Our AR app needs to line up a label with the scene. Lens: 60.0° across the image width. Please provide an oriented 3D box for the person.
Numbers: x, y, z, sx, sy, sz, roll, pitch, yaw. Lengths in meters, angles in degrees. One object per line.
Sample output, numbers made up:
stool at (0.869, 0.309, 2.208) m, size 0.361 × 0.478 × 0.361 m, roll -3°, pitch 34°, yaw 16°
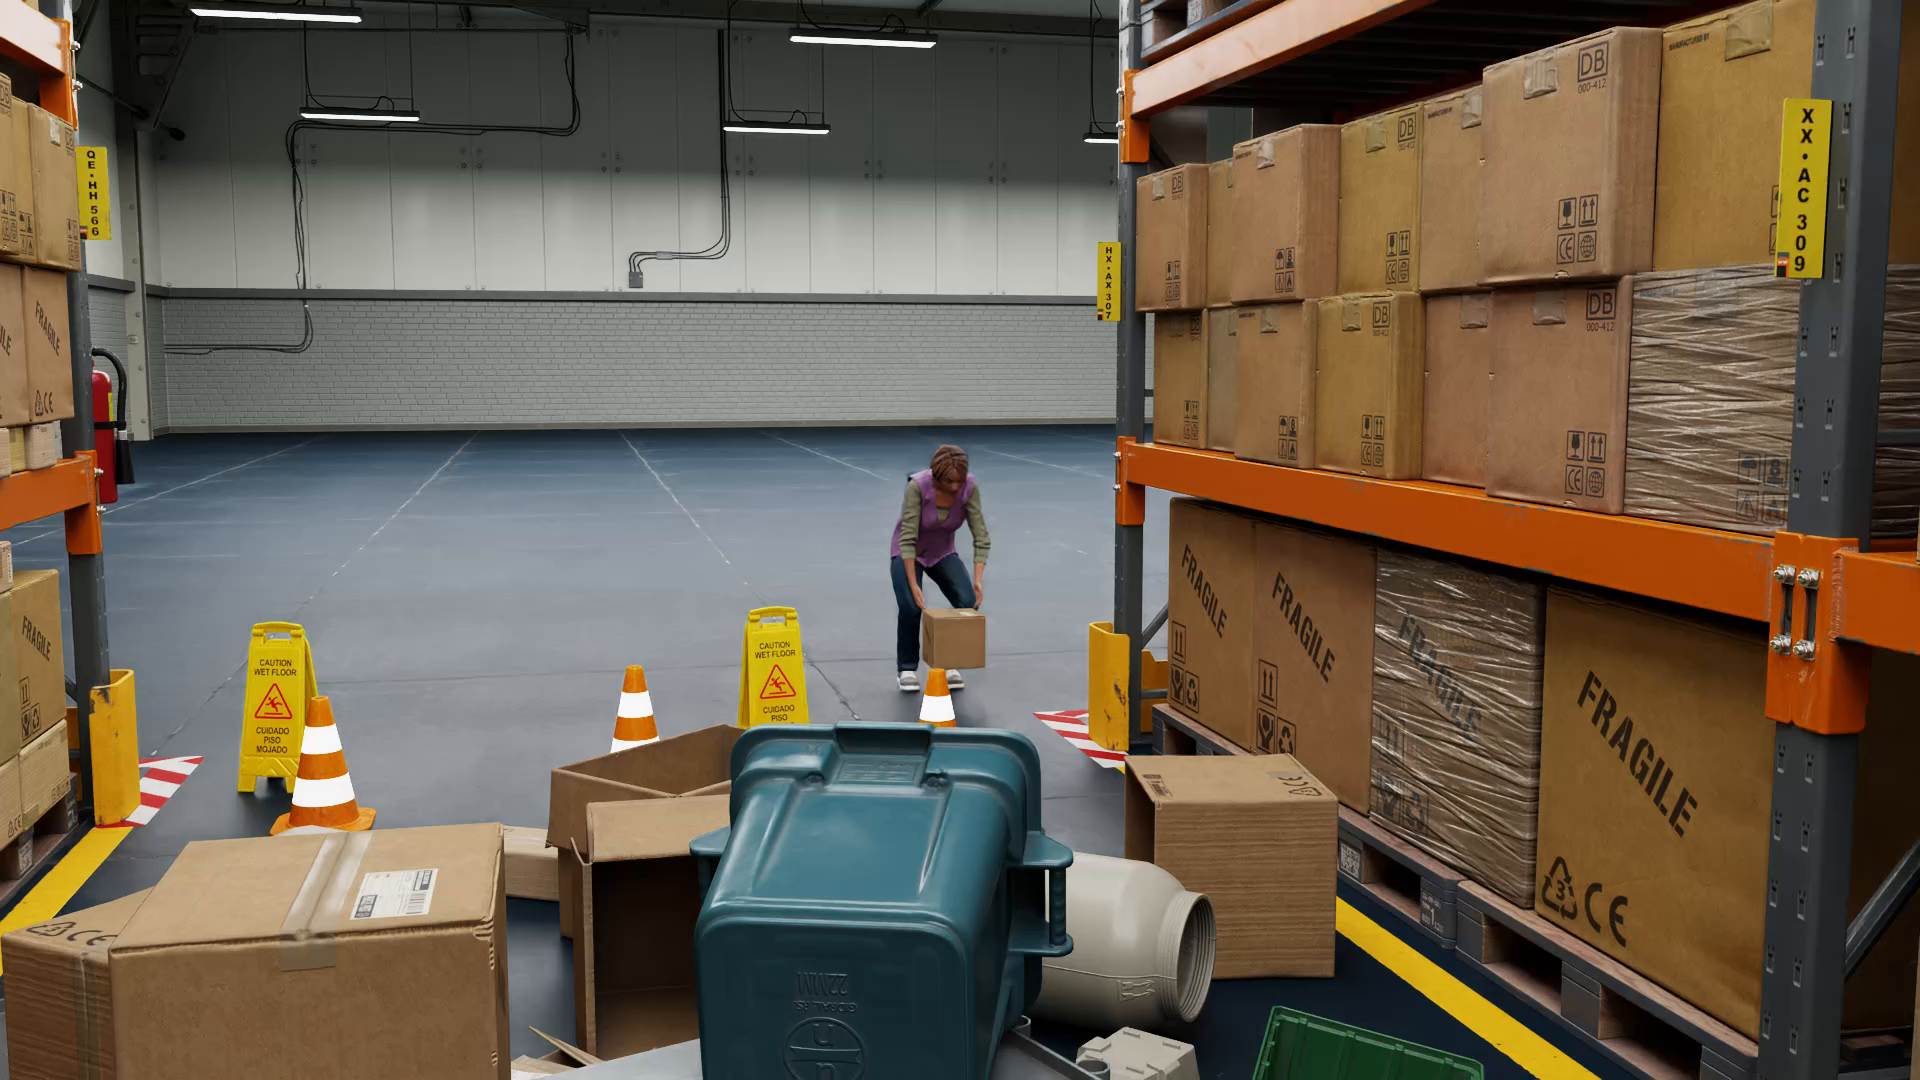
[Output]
person at (-0.104, 0.133, 8.303) m, size 0.463 × 1.244 × 0.685 m, roll -2°, pitch 7°, yaw -14°
